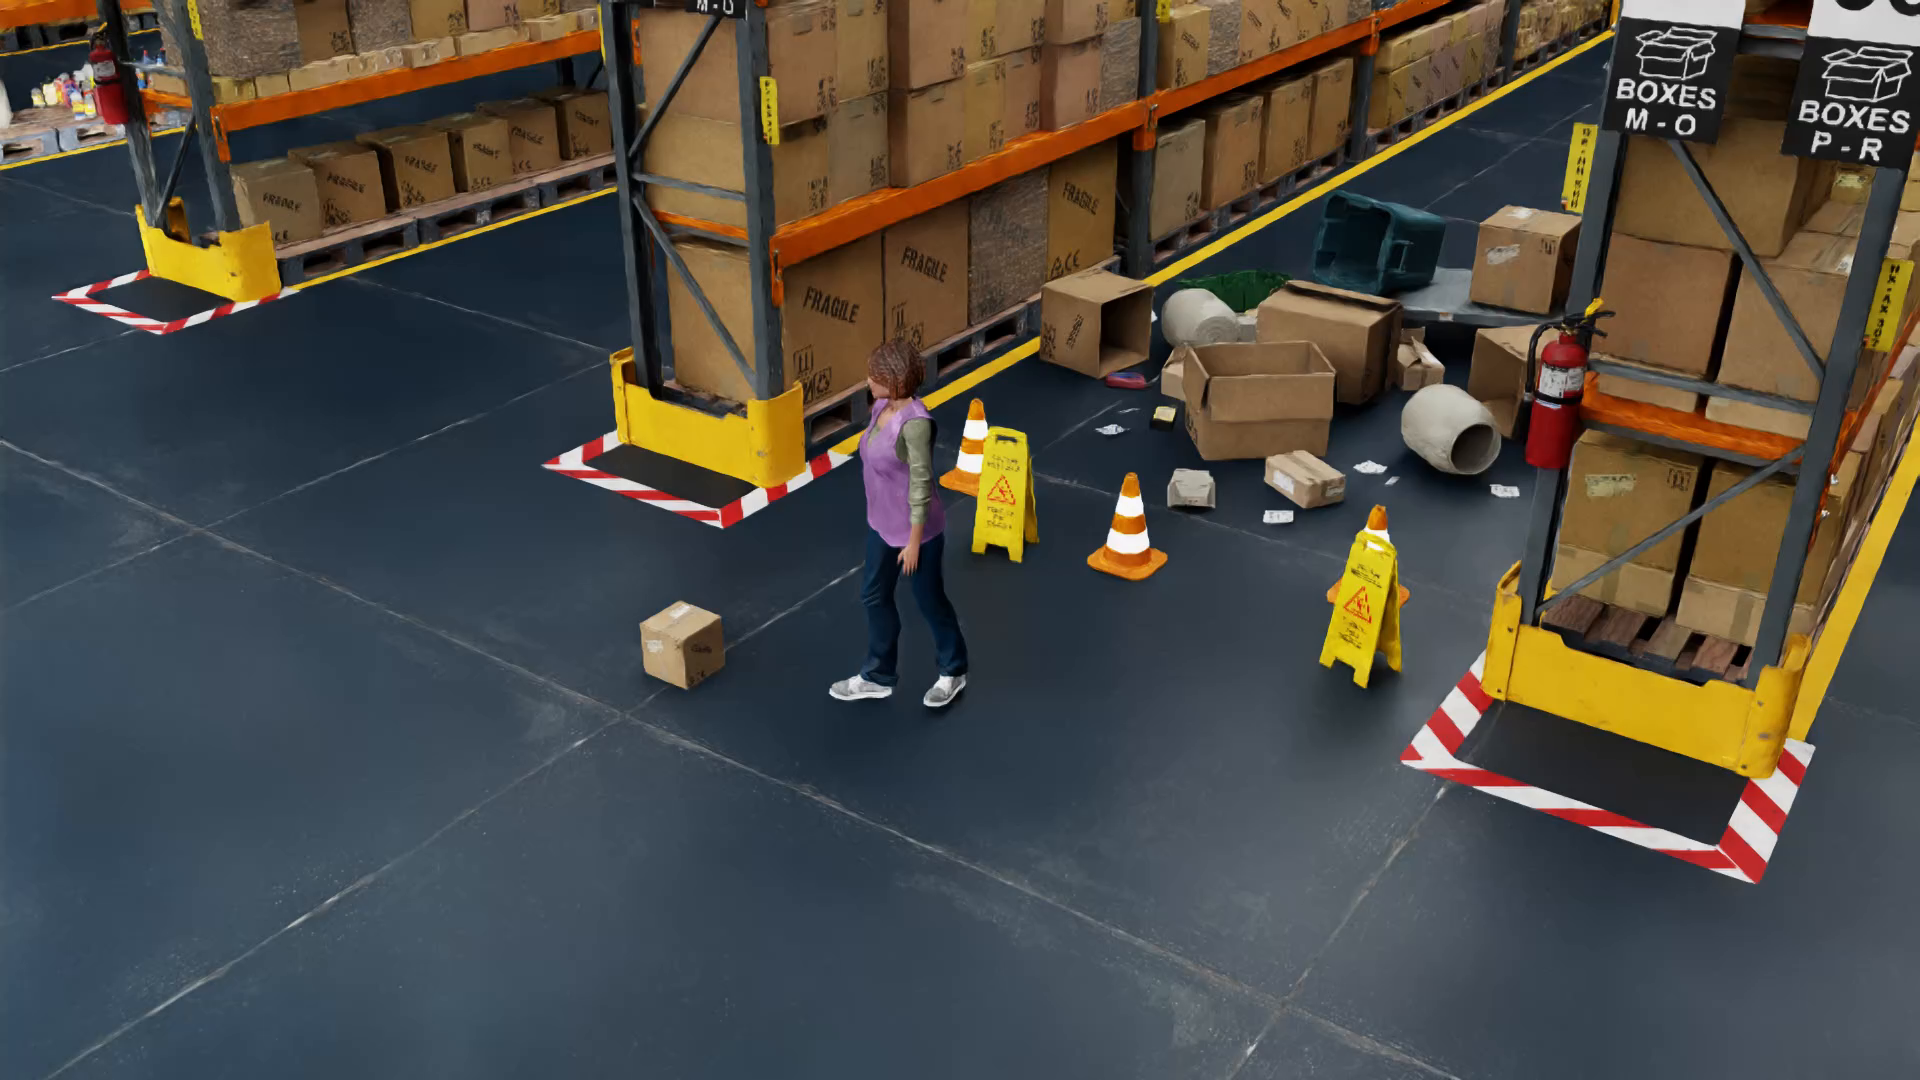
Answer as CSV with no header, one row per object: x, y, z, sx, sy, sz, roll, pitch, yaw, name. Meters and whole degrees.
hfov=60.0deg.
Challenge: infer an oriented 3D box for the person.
-0.236,-0.040,6.701,0.565,1.597,0.417,-13,30,-24,person
